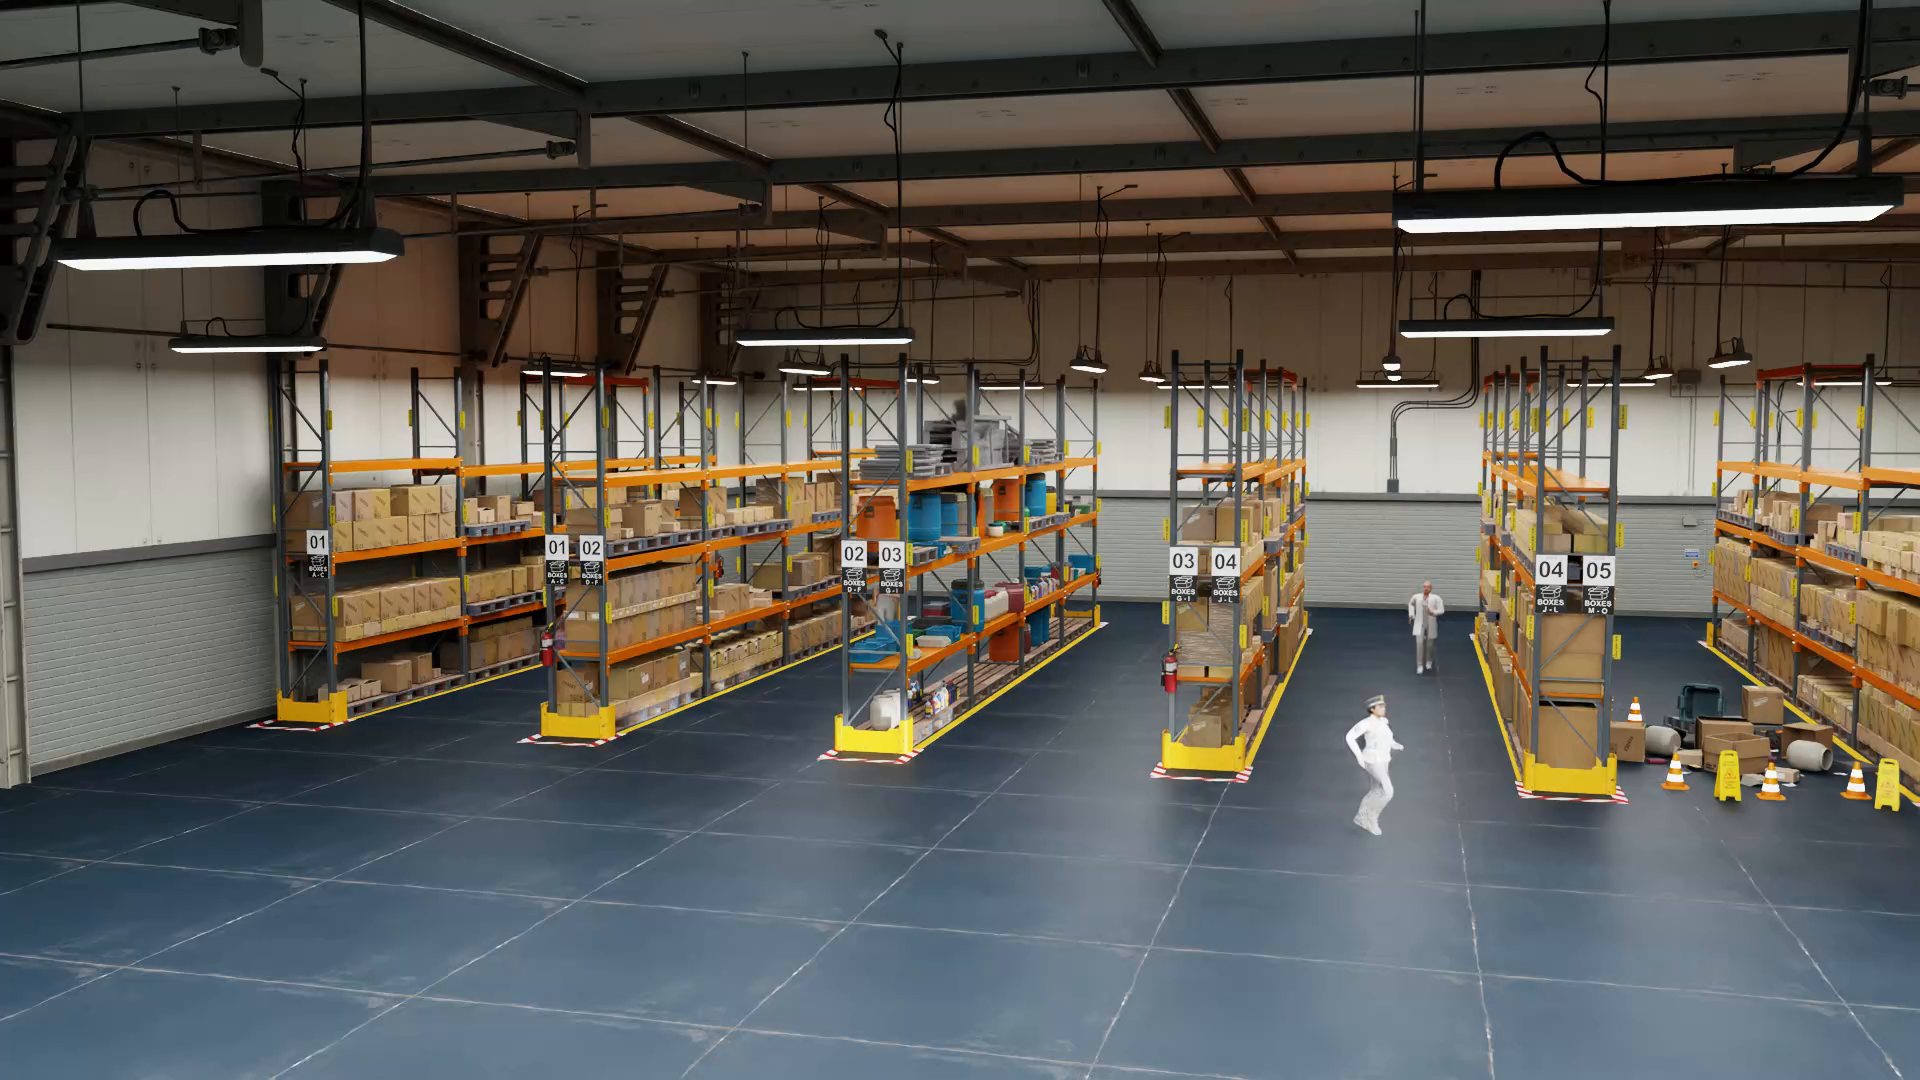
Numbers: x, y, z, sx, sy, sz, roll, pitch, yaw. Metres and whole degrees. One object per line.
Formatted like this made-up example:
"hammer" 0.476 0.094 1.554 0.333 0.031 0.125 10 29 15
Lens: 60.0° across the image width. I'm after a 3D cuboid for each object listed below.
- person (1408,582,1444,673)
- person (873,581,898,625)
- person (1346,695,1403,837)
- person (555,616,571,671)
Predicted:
"person" 9.243 1.713 33.009 0.709 1.761 1.035 1 4 19
"person" -1.542 1.434 34.413 0.543 1.728 0.810 0 4 7
"person" 5.042 2.714 20.091 0.579 1.706 0.685 -4 6 -44
"person" -6.957 2.167 29.080 0.539 1.498 0.831 0 4 7
